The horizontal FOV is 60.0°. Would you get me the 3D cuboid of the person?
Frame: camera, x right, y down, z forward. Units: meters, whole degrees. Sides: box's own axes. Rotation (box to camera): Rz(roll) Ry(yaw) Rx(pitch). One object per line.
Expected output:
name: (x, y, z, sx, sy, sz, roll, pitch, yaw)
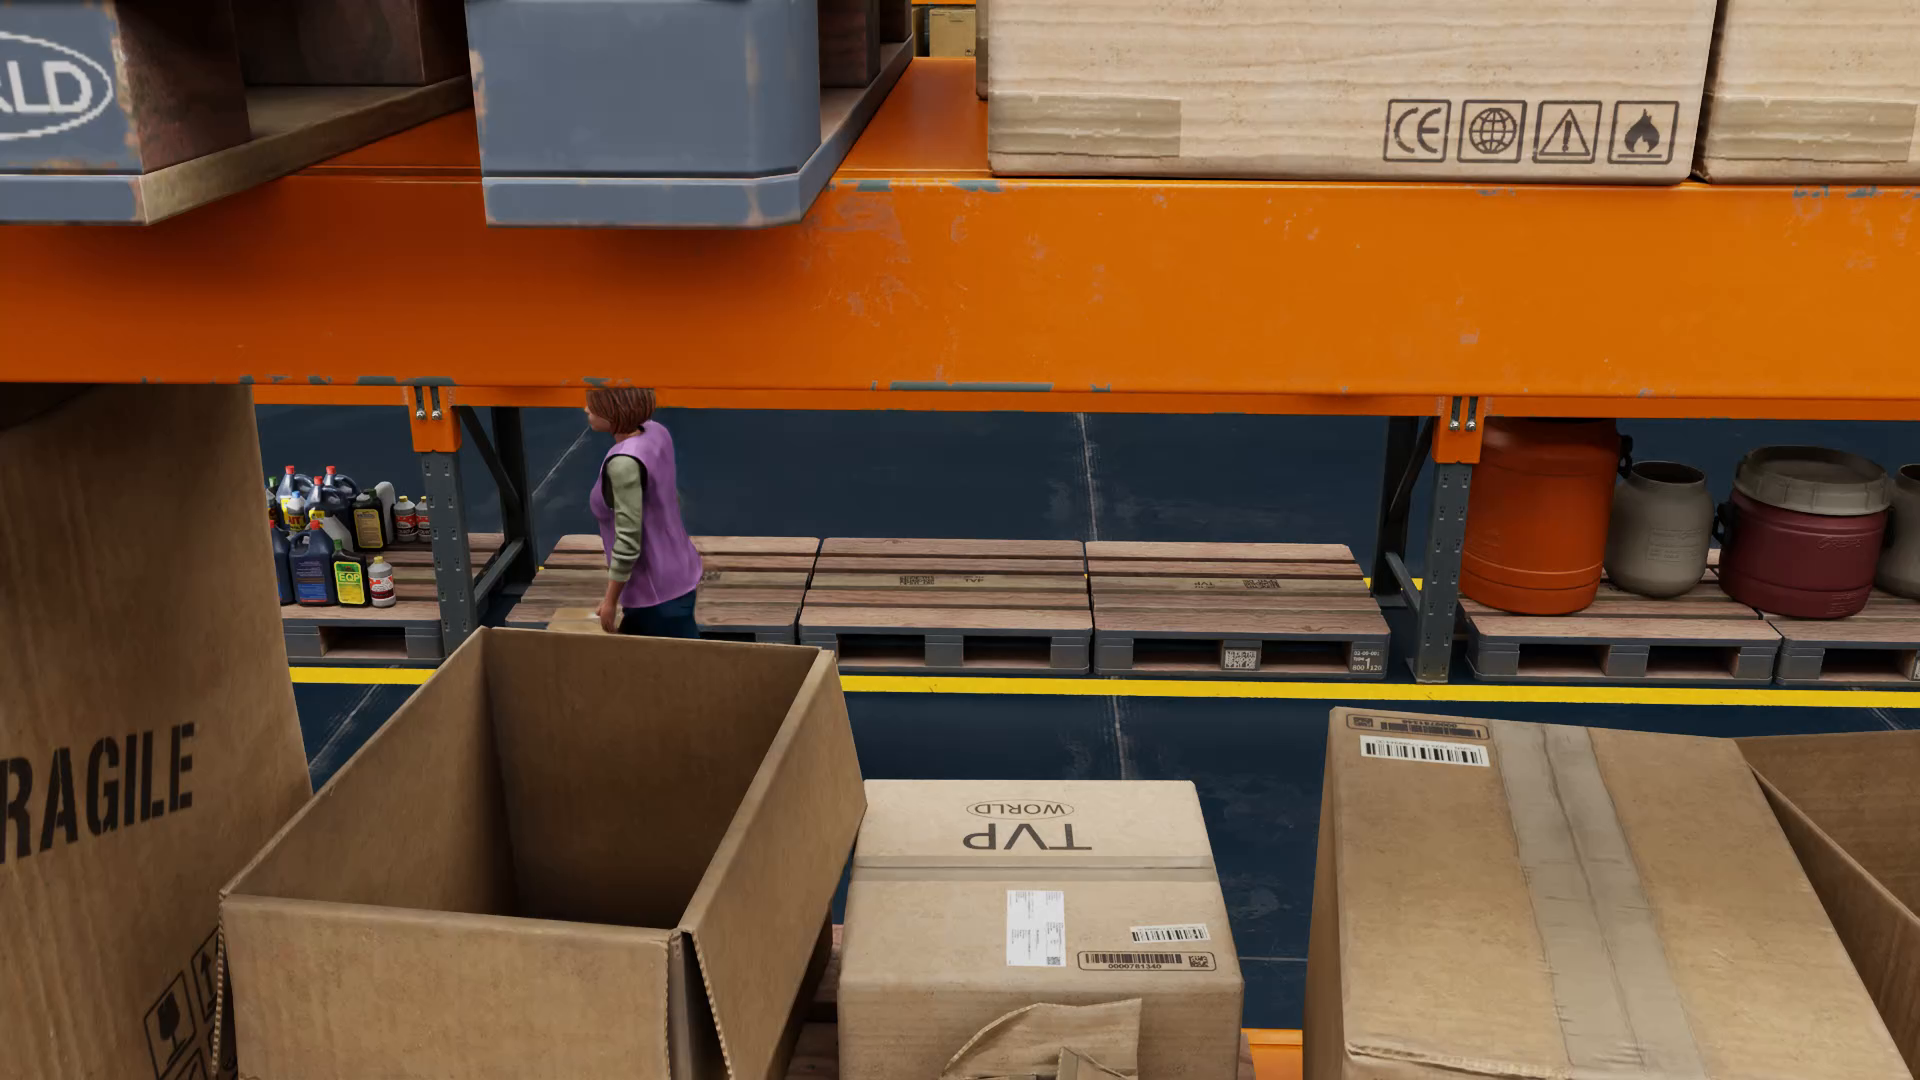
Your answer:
person: (-1.124, 0.163, 5.669, 0.886, 1.558, 0.433, 0, 21, 1)
